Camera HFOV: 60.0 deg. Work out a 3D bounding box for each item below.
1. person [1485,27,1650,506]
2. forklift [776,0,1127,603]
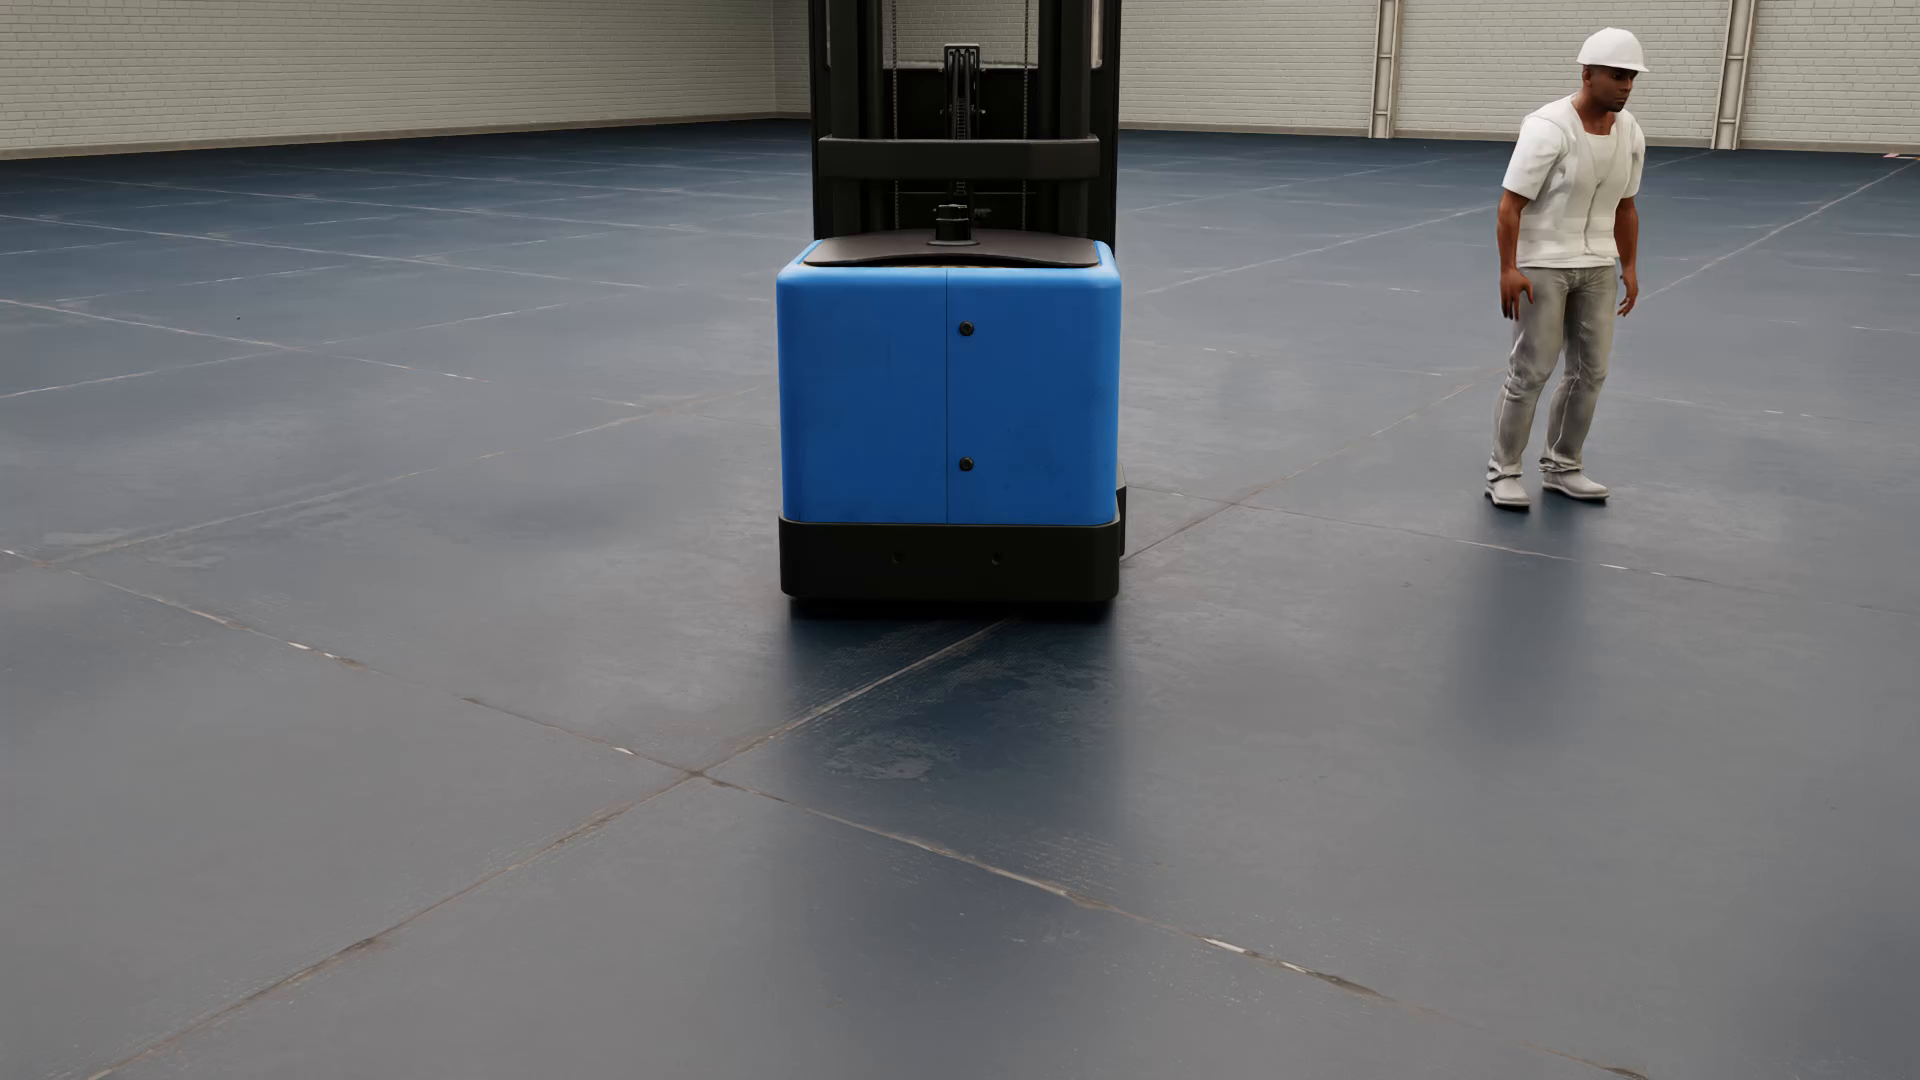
[{"bbox_3d":[2.305,-1.015,6.280,0.629,1.759,0.460,-6,18,-18],"label":"person"},{"bbox_3d":[0.028,-1.583,6.127,1.130,2.935,3.031,1,17,2],"label":"forklift"}]
